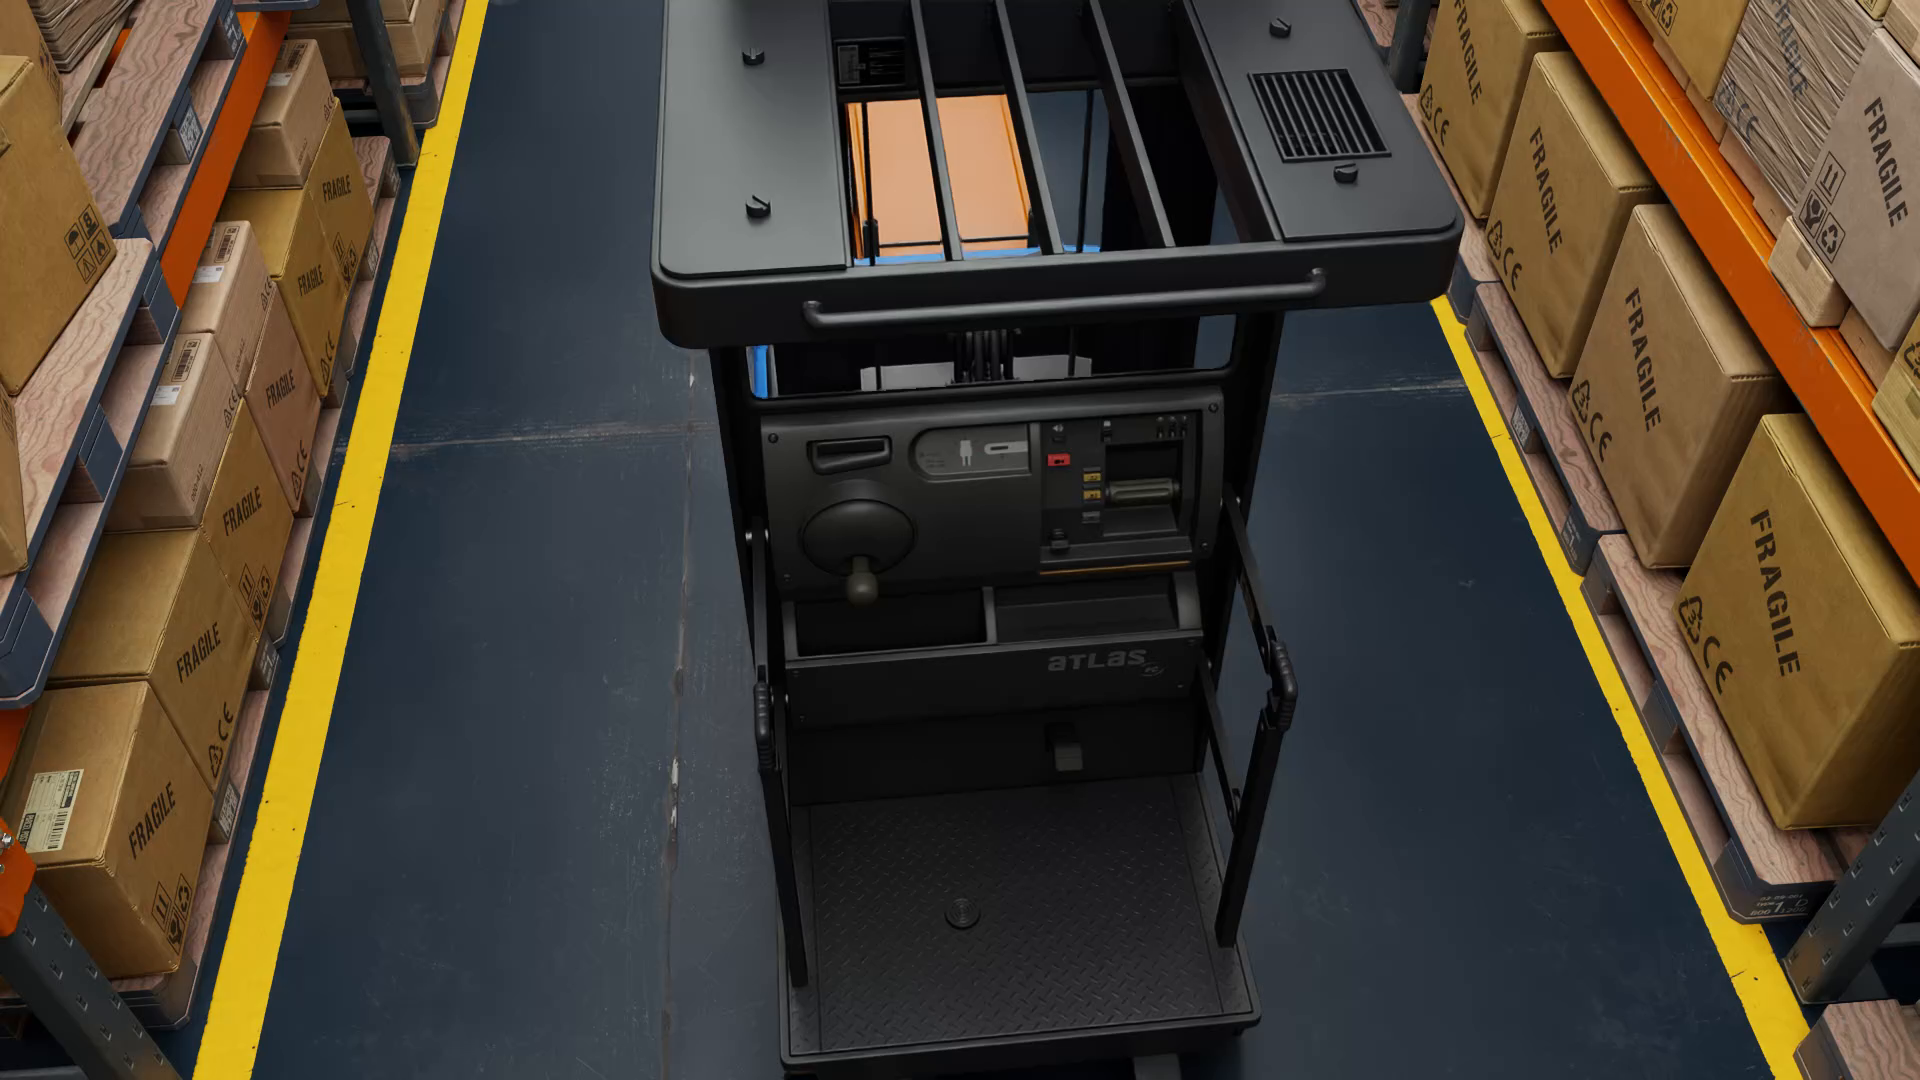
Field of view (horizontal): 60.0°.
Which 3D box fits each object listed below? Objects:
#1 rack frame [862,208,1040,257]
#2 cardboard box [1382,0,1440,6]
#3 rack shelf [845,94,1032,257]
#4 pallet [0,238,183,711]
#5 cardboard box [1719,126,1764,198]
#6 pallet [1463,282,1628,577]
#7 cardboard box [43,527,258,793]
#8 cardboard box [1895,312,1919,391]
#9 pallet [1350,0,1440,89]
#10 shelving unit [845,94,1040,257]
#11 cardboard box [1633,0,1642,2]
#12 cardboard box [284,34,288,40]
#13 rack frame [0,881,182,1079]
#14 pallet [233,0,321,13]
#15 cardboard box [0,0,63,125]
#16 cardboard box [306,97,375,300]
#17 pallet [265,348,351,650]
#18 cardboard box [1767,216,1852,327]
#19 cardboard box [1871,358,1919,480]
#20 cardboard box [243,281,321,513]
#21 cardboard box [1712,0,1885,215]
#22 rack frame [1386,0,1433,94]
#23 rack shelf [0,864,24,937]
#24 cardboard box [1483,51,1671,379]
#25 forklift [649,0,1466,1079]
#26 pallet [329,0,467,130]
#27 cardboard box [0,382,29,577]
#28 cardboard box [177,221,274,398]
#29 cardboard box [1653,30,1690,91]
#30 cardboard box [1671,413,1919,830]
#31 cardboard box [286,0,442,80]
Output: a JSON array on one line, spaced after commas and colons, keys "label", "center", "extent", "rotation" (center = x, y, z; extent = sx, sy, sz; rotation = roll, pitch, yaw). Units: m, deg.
[{"label": "rack frame", "center": [-0.018, -0.497, 4.946], "extent": [0.500, 1.125, 0.032], "rotation": [-4, 47, -4]}, {"label": "cardboard box", "center": [2.143, -2.646, 7.109], "extent": [0.700, 0.500, 0.500], "rotation": [-3, 47, -3]}, {"label": "rack shelf", "center": [-0.069, -1.065, 5.081], "extent": [0.538, 0.278, 1.000], "rotation": [-4, 47, -4]}, {"label": "pallet", "center": [-2.304, -0.158, 3.466], "extent": [1.003, 0.211, 1.213], "rotation": [-3, 47, -3]}, {"label": "cardboard box", "center": [2.217, -1.012, 4.302], "extent": [0.380, 0.149, 0.250], "rotation": [-5, 47, -4]}, {"label": "pallet", "center": [2.345, -0.422, 5.505], "extent": [1.003, 0.211, 1.213], "rotation": [-3, 47, -3]}, {"label": "cardboard box", "center": [-2.199, 0.319, 4.300], "extent": [0.500, 0.500, 0.500], "rotation": [-3, 47, -3]}, {"label": "cardboard box", "center": [2.300, -0.405, 3.280], "extent": [0.500, 0.500, 0.500], "rotation": [-4, 47, -4]}, {"label": "pallet", "center": [2.191, -2.443, 7.419], "extent": [1.003, 0.211, 1.213], "rotation": [-3, 47, -3]}, {"label": "shelving unit", "center": [-0.069, -0.864, 5.294], "extent": [0.538, 1.125, 1.048], "rotation": [-4, 47, -4]}, {"label": "cardboard box", "center": [2.116, -1.875, 4.672], "extent": [0.500, 0.500, 0.500], "rotation": [-4, 47, -3]}, {"label": "cardboard box", "center": [-2.968, -2.098, 6.775], "extent": [0.500, 0.250, 0.500], "rotation": [-2, 47, -2]}, {"label": "rack frame", "center": [-2.343, 0.361, 2.842], "extent": [0.949, 2.616, 0.053], "rotation": [-3, 47, -3]}, {"label": "pallet", "center": [-2.554, -1.981, 5.192], "extent": [1.213, 0.211, 1.003], "rotation": [-3, 47, -3]}, {"label": "cardboard box", "center": [-2.555, -1.092, 3.860], "extent": [0.700, 0.500, 0.500], "rotation": [-14, 48, -13]}, {"label": "cardboard box", "center": [-2.368, -1.162, 5.703], "extent": [0.500, 0.500, 0.500], "rotation": [-2, 47, -2]}, {"label": "pallet", "center": [-2.557, -0.151, 5.248], "extent": [1.003, 0.211, 1.213], "rotation": [-3, 47, -3]}, {"label": "cardboard box", "center": [2.178, -0.650, 3.958], "extent": [0.380, 0.149, 0.250], "rotation": [-3, 47, -3]}, {"label": "cardboard box", "center": [2.235, -0.272, 3.601], "extent": [0.380, 0.149, 0.250], "rotation": [-3, 47, -3]}, {"label": "cardboard box", "center": [-2.275, -0.409, 4.990], "extent": [0.500, 0.500, 0.500], "rotation": [-5, 47, -5]}, {"label": "cardboard box", "center": [2.214, -1.137, 3.974], "extent": [0.500, 0.500, 0.500], "rotation": [-3, 47, -3]}, {"label": "rack frame", "center": [2.255, -2.837, 5.871], "extent": [1.000, 3.000, 0.127], "rotation": [-3, 47, -3]}, {"label": "rack shelf", "center": [-2.178, 2.055, 1.733], "extent": [1.077, 0.370, 4.000], "rotation": [-3, 47, -3]}, {"label": "cardboard box", "center": [2.253, -1.068, 5.387], "extent": [0.750, 0.750, 0.750], "rotation": [-4, 47, -3]}, {"label": "forklift", "center": [0.096, 0.011, 3.221], "extent": [1.130, 2.935, 3.031], "rotation": [-4, 47, -4]}, {"label": "pallet", "center": [-2.711, -2.172, 7.162], "extent": [1.003, 0.211, 1.213], "rotation": [-3, 47, -3]}, {"label": "cardboard box", "center": [-2.163, -0.174, 2.991], "extent": [0.700, 0.500, 0.500], "rotation": [-18, 49, -16]}, {"label": "cardboard box", "center": [-2.270, -0.640, 4.692], "extent": [0.500, 0.250, 0.500], "rotation": [-4, 47, -4]}, {"label": "cardboard box", "center": [2.191, -1.396, 4.665], "extent": [0.380, 0.149, 0.250], "rotation": [-3, 47, -3]}, {"label": "cardboard box", "center": [2.406, 0.190, 4.196], "extent": [0.750, 0.750, 0.750], "rotation": [-3, 47, -3]}, {"label": "cardboard box", "center": [-2.432, -2.129, 6.805], "extent": [0.500, 0.250, 0.500], "rotation": [-4, 47, -3]}]
